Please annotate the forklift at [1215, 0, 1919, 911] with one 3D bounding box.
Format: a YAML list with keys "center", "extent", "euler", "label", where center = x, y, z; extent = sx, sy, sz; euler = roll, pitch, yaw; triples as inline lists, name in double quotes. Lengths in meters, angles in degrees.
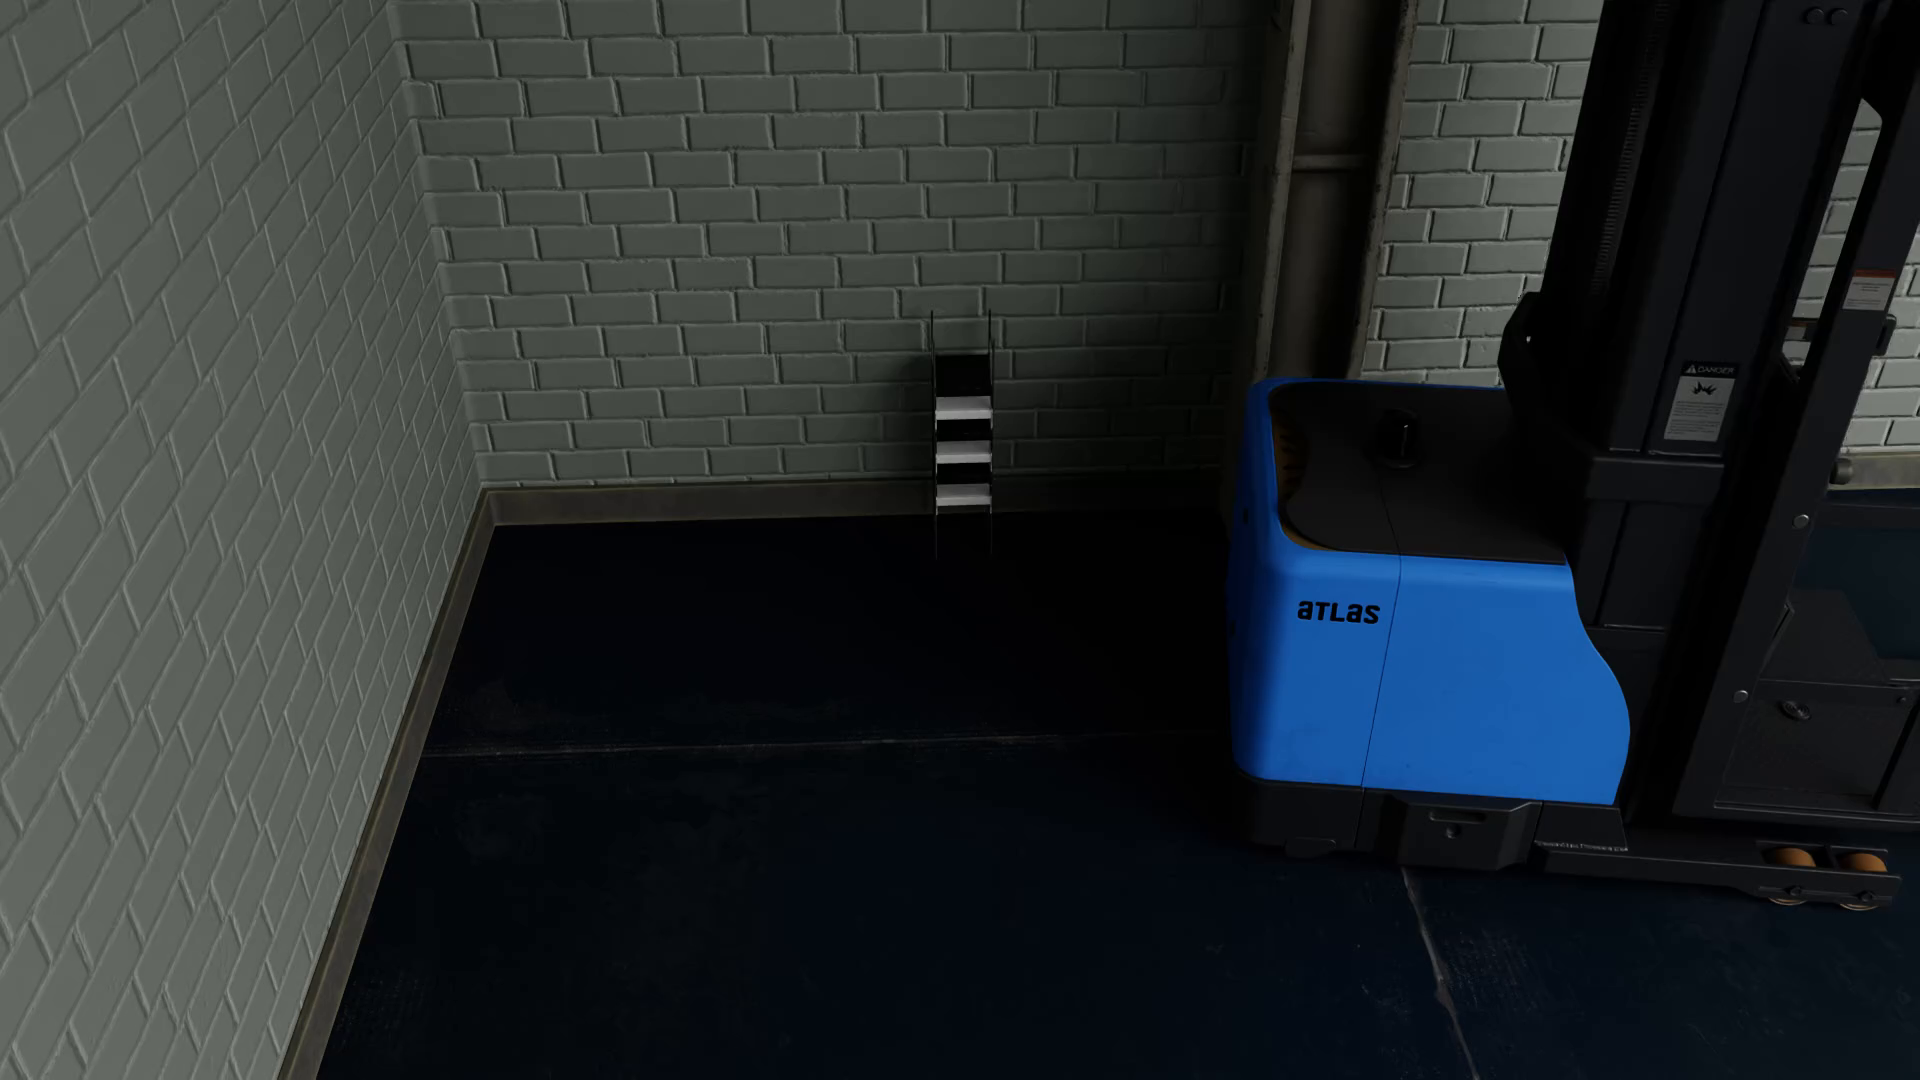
- center: [2.325, -0.472, 4.356]
  extent: [3.031, 2.935, 1.130]
  euler: [3, 35, 5]
  label: "forklift"

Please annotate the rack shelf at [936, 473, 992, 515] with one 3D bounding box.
- center: [0.008, -0.195, 6.116]
  extent: [0.200, 0.077, 0.258]
  euler: [-2, 35, -2]
  label: "rack shelf"

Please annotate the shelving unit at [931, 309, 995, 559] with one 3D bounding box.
- center: [0.008, -0.370, 5.994]
  extent: [0.210, 0.900, 0.258]
  euler: [-2, 35, -2]
  label: "shelving unit"

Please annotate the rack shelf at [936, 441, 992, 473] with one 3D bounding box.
- center: [0.008, -0.343, 6.013]
  extent: [0.200, 0.077, 0.258]
  euler: [-2, 35, -2]
  label: "rack shelf"

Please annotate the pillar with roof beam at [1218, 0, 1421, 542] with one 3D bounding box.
- center: [1.408, -1.322, 0.253]
  extent: [0.400, 9.000, 9.100]
  euler: [-2, 35, -2]
  label: "pillar with roof beam"

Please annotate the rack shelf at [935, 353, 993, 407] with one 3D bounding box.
- center: [0.008, -0.565, 5.860]
  extent: [0.200, 0.077, 0.258]
  euler: [-2, 35, -2]
  label: "rack shelf"

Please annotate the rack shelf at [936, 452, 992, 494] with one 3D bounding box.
- center: [0.008, -0.269, 6.064]
  extent: [0.200, 0.077, 0.258]
  euler: [-2, 35, -2]
  label: "rack shelf"

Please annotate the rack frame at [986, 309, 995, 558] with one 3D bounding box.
- center: [0.110, -0.373, 5.998]
  extent: [0.006, 0.900, 0.240]
  euler: [-2, 35, -2]
  label: "rack frame"

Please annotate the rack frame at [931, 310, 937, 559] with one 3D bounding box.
- center: [-0.093, -0.367, 5.990]
  extent: [0.006, 0.900, 0.240]
  euler: [-2, 35, -2]
  label: "rack frame"

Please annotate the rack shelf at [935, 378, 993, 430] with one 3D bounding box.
- center: [0.008, -0.491, 5.911]
  extent: [0.200, 0.077, 0.258]
  euler: [-2, 35, -2]
  label: "rack shelf"

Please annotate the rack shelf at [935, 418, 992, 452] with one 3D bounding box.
- center: [0.008, -0.417, 5.962]
  extent: [0.200, 0.077, 0.258]
  euler: [-2, 35, -2]
  label: "rack shelf"
